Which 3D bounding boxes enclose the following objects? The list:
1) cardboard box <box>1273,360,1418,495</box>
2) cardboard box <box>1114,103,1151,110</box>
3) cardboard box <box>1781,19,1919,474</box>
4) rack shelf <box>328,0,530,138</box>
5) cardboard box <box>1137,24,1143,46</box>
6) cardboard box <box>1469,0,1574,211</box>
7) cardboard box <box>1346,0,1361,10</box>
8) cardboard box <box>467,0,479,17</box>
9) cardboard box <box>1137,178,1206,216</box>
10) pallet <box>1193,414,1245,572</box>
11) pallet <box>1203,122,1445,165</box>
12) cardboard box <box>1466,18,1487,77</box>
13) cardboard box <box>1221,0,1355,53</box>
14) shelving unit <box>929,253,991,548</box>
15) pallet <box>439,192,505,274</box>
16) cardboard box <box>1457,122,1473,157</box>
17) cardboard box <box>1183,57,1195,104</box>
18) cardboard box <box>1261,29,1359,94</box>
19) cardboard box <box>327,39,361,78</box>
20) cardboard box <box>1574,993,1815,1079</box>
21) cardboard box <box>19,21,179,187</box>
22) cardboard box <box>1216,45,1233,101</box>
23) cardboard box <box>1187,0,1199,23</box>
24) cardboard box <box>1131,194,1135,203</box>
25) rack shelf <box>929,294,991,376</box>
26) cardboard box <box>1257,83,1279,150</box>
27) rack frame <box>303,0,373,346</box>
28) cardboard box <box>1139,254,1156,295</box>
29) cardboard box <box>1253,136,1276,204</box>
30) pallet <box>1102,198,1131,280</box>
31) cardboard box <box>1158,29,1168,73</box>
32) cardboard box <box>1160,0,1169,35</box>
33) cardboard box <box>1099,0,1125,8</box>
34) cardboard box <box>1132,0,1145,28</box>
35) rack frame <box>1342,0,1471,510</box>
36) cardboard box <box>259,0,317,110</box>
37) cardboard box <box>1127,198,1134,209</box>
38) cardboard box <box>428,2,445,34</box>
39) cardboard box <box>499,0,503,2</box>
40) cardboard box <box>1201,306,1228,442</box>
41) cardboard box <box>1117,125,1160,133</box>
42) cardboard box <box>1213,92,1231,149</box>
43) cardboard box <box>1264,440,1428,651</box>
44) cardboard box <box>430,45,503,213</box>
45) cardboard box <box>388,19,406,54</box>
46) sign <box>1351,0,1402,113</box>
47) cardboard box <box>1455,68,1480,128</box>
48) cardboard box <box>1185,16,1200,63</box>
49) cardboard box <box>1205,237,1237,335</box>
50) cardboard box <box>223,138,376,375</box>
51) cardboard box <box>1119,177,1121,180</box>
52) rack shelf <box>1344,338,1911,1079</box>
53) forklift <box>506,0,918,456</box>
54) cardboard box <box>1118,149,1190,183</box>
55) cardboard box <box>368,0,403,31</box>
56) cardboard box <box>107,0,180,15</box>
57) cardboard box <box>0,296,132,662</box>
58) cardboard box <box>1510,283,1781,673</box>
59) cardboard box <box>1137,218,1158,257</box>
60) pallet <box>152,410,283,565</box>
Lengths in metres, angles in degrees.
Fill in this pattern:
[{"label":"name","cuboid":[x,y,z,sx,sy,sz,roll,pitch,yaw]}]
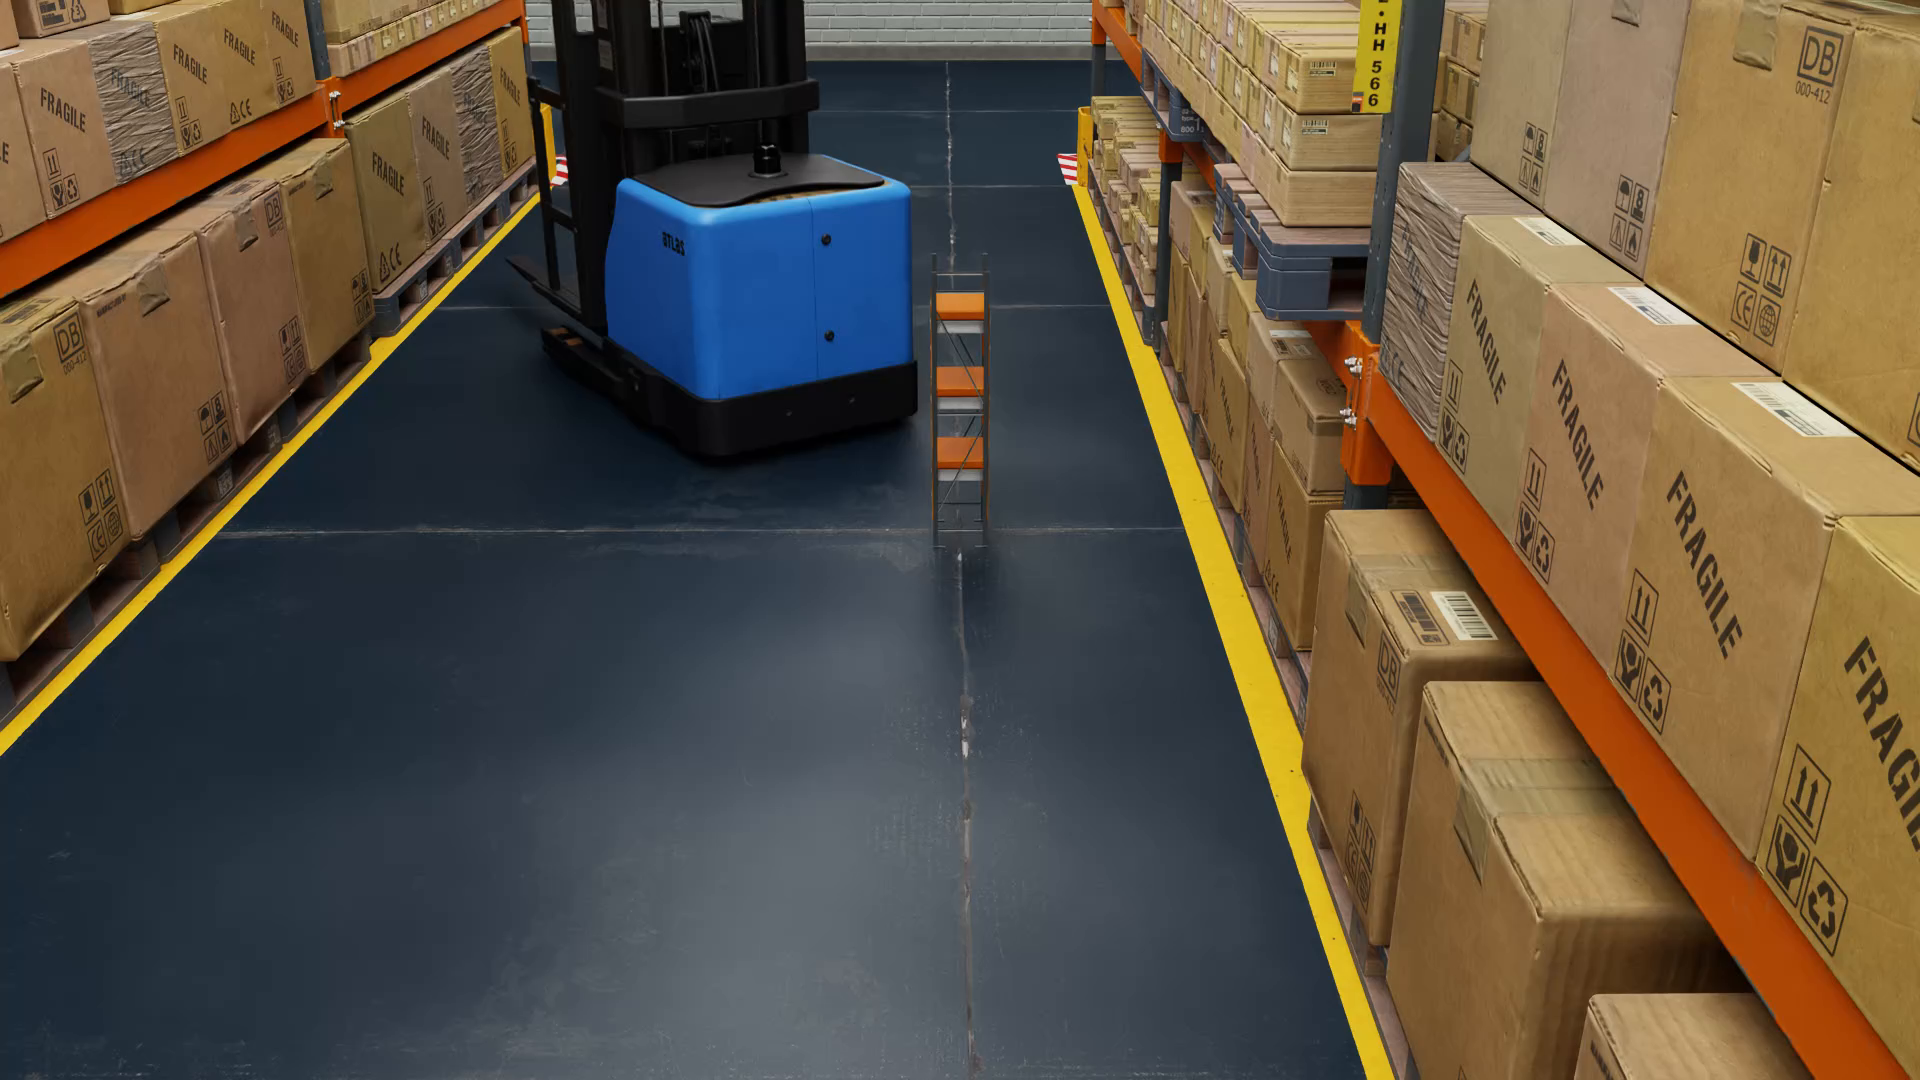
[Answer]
[{"label":"cardboard box","cuboid":[1.246,-0.347,4.990,0.500,0.250,0.500,-1,24,-2]},{"label":"cardboard box","cuboid":[1.218,-2.801,11.032,0.380,0.149,0.250,0,24,0]},{"label":"cardboard box","cuboid":[1.531,-0.358,2.066,0.700,0.500,0.500,0,24,-1]},{"label":"rack shelf","cuboid":[-3.511,-2.836,9.753,1.077,0.370,4.000,0,24,-1]},{"label":"cardboard box","cuboid":[1.169,-2.757,9.010,0.380,0.149,0.250,-1,24,-3]},{"label":"cardboard box","cuboid":[1.511,-0.988,3.460,0.700,0.500,0.500,0,24,-1]},{"label":"cardboard box","cuboid":[1.678,-2.077,6.275,0.380,0.149,0.250,-1,24,-2]},{"label":"cardboard box","cuboid":[-3.187,-3.307,10.227,0.380,0.149,0.250,-1,24,-2]},{"label":"cardboard box","cuboid":[1.155,-1.837,8.899,0.380,0.149,0.250,0,24,-1]},{"label":"pallet","cuboid":[1.498,-0.225,6.491,1.003,0.211,1.213,0,24,-1]},{"label":"pallet","cuboid":[1.453,-1.400,5.938,1.003,0.211,1.213,0,24,-1]},{"label":"cardboard box","cuboid":[1.700,-1.423,4.830,0.380,0.149,0.250,0,24,-1]},{"label":"cardboard box","cuboid":[1.045,-1.641,5.311,0.380,0.149,0.250,0,24,-1]},{"label":"shelving unit","cuboid":[-0.001,-0.500,6.082,0.215,1.050,0.252,0,24,-1]},{"label":"pallet","cuboid":[-3.435,-1.887,10.165,1.003,0.211,1.213,0,24,-1]},{"label":"cardboard box","cuboid":[1.706,-1.156,4.961,0.380,0.149,0.250,1,24,2]},{"label":"cardboard box","cuboid":[1.036,-1.695,6.152,0.380,0.149,0.250,-1,24,-2]},{"label":"cardboard box","cuboid":[1.051,-1.323,4.609,0.380,0.149,0.250,-1,24,-1]},{"label":"cardboard box","cuboid":[-3.159,-2.348,8.107,0.380,0.149,0.250,0,24,0]},{"label":"cardboard box","cuboid":[1.456,1.157,2.272,1.050,0.750,0.750,0,24,-1]},{"label":"cardboard box","cuboid":[-3.199,-1.568,5.955,0.500,0.500,0.500,0,24,0]},{"label":"cardboard box","cuboid":[1.042,-1.510,5.383,0.380,0.149,0.250,0,24,-1]},{"label":"cardboard box","cuboid":[1.031,-1.971,6.041,0.380,0.149,0.250,1,24,1]},{"label":"cardboard box","cuboid":[1.205,-2.017,9.660,0.380,0.149,0.250,-1,24,-3]},{"label":"rack shelf","cuboid":[-0.001,-0.749,5.970,0.215,0.259,0.240,0,24,-1]},{"label":"cardboard box","cuboid":[1.050,-1.196,4.688,0.380,0.149,0.250,1,24,1]},{"label":"rack frame","cuboid":[-3.489,-2.340,7.783,1.000,3.000,0.127,0,24,-1]},{"label":"cardboard box","cuboid":[1.127,-1.373,8.595,0.380,0.149,0.250,0,24,0]},{"label":"cardboard box","cuboid":[1.050,-1.052,4.732,0.380,0.149,0.250,0,24,-1]},{"label":"pallet","cuboid":[1.413,-1.830,10.041,1.003,0.211,1.213,0,24,-1]},{"label":"cardboard box","cuboid":[1.024,-2.015,6.862,0.380,0.149,0.250,0,24,0]},{"label":"cardboard box","cuboid":[1.024,-2.155,6.809,0.380,0.149,0.250,0,24,1]},{"label":"cardboard box","cuboid":[1.098,-3.503,10.661,0.380,0.149,0.250,-1,24,-2]},{"label":"cardboard box","cuboid":[1.180,-2.913,8.569,0.500,0.500,0.500,-1,24,-2]},{"label":"rack frame","cuboid":[1.516,-0.672,4.096,1.000,3.000,0.127,0,24,-1]},{"label":"cardboard box","cuboid":[-3.211,-2.194,7.339,0.500,0.500,0.500,0,24,0]},{"label":"cardboard box","cuboid":[1.180,-1.907,9.776,0.380,0.149,0.250,0,24,0]},{"label":"cardboard box","cuboid":[-3.178,-2.991,9.528,0.380,0.149,0.250,-1,24,-2]},{"label":"cardboard box","cuboid":[-3.195,-3.621,10.921,0.380,0.149,0.250,0,24,0]},{"label":"cardboard box","cuboid":[1.241,-0.633,6.534,0.500,0.500,0.500,0,24,0]},{"label":"cardboard box","cuboid":[1.171,-2.481,10.323,0.380,0.149,0.250,1,24,2]},{"label":"cardboard box","cuboid":[1.043,-1.372,5.439,0.380,0.149,0.250,-1,24,-3]},{"label":"cardboard box","cuboid":[1.247,0.006,5.121,0.500,0.500,0.500,0,24,-1]},{"label":"cardboard box","cuboid":[-3.436,-2.573,10.367,0.875,0.875,0.875,0,24,-1]},{"label":"cardboard box","cuboid":[-3.170,-2.674,8.826,0.380,0.149,0.250,-1,24,-2]},{"label":"sign","cuboid":[0.973,-1.157,3.859,0.100,0.325,0.005,0,24,-1]},{"label":"cardboard box","cuboid":[1.700,-1.306,4.932,0.380,0.149,0.250,-1,24,-2]},{"label":"cardboard box","cuboid":[1.036,-1.828,6.085,0.380,0.149,0.250,-1,24,-1]},{"label":"cardboard box","cuboid":[1.225,-0.979,6.388,0.500,0.250,0.500,1,24,1]},{"label":"cardboard box","cuboid":[-3.462,-1.299,7.551,1.225,0.875,0.875,0,24,0]},{"label":"cardboard box","cuboid":[1.199,-2.223,10.476,0.380,0.149,0.250,0,24,0]},{"label":"rack shelf","cuboid":[1.537,0.480,2.422,1.077,0.370,4.000,0,24,-1]},{"label":"forklift","cuboid":[-1.404,-2.240,7.646,1.130,2.935,3.031,-15,28,-29]},{"label":"cardboard box","cuboid":[1.120,-2.166,9.628,0.380,0.149,0.250,-1,24,-2]},{"label":"cardboard box","cuboid":[-3.232,-2.806,8.636,0.500,0.250,0.500,0,24,-1]},{"label":"cardboard box","cuboid":[-3.478,-2.296,6.348,0.797,0.503,0.637,0,24,0]},{"label":"cardboard box","cuboid":[-3.432,-0.199,5.119,1.225,0.875,0.875,-1,24,-3]},{"label":"cardboard box","cuboid":[1.264,-0.114,2.741,0.500,0.500,0.500,0,24,-1]},{"label":"cardboard box","cuboid":[1.135,-1.588,8.710,0.380,0.149,0.250,-1,24,-3]},{"label":"pallet","cuboid":[-3.389,-0.247,6.541,1.003,0.211,1.213,0,24,-1]}]
